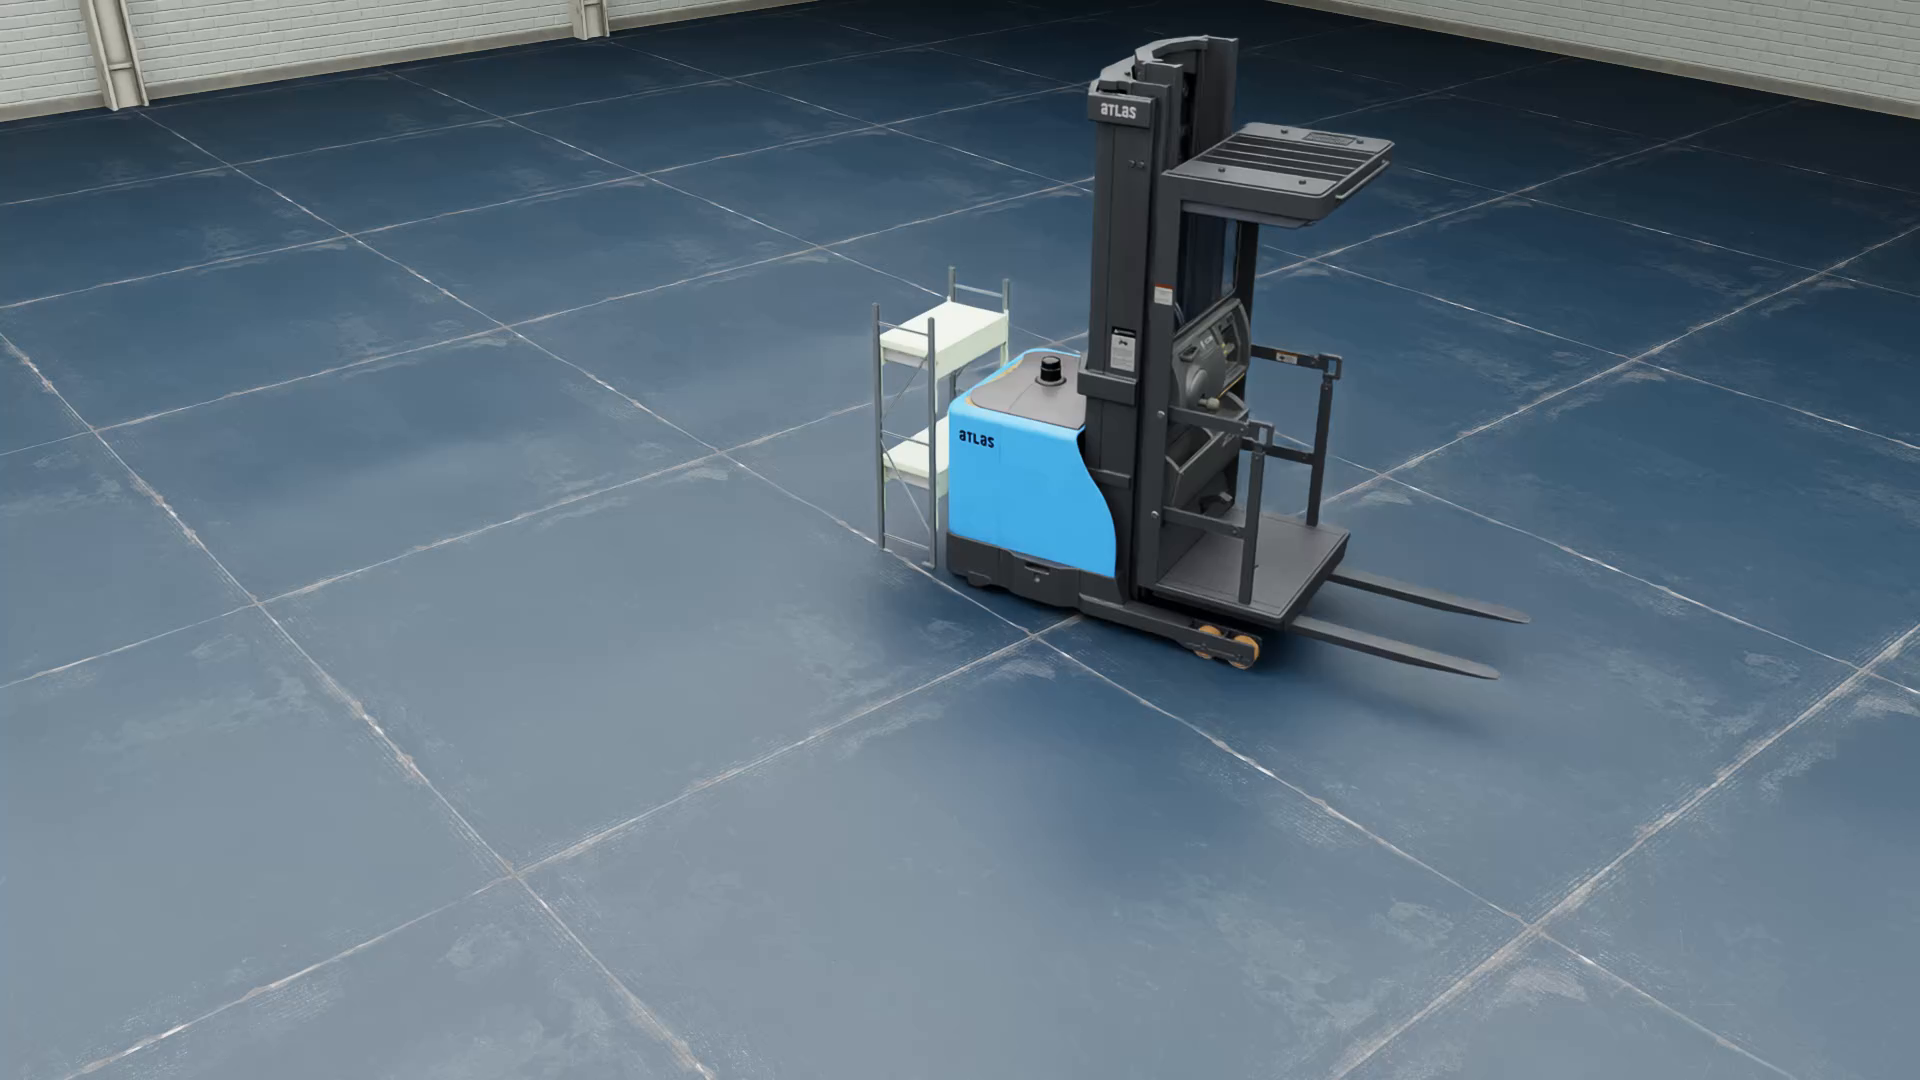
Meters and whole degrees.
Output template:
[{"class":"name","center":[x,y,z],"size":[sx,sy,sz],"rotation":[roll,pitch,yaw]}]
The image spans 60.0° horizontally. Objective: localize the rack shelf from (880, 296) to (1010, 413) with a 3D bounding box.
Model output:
[{"class":"rack shelf","center":[-0.098,-1.046,9.287],"size":[0.431,0.370,0.720],"rotation":[18,33,30]}]

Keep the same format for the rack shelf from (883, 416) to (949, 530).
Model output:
[{"class":"rack shelf","center":[-0.098,-0.414,9.625],"size":[0.431,0.370,0.720],"rotation":[18,33,30]}]

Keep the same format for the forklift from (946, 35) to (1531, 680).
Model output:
[{"class":"forklift","center":[1.456,-0.921,8.363],"size":[3.031,2.935,1.130],"rotation":[15,32,26]}]

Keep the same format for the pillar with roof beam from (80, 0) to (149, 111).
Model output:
[{"class":"pillar with roof beam","center":[-6.760,-7.410,14.068],"size":[0.400,9.000,9.100],"rotation":[-22,35,-35]}]

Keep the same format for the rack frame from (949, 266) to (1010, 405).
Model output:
[{"class":"rack frame","center":[0.107,-0.844,9.739],"size":[0.400,1.500,0.023],"rotation":[18,33,30]}]

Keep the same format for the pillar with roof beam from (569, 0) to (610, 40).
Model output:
[{"class":"pillar with roof beam","center":[-2.196,-9.246,17.503],"size":[0.400,9.000,9.100],"rotation":[-22,35,-35]}]

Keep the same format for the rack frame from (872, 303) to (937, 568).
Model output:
[{"class":"rack frame","center":[-0.303,-0.559,9.204],"size":[0.400,1.500,0.023],"rotation":[18,33,30]}]

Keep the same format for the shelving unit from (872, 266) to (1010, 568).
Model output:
[{"class":"shelving unit","center":[-0.098,-0.702,9.471],"size":[0.431,1.500,0.755],"rotation":[18,33,30]}]
